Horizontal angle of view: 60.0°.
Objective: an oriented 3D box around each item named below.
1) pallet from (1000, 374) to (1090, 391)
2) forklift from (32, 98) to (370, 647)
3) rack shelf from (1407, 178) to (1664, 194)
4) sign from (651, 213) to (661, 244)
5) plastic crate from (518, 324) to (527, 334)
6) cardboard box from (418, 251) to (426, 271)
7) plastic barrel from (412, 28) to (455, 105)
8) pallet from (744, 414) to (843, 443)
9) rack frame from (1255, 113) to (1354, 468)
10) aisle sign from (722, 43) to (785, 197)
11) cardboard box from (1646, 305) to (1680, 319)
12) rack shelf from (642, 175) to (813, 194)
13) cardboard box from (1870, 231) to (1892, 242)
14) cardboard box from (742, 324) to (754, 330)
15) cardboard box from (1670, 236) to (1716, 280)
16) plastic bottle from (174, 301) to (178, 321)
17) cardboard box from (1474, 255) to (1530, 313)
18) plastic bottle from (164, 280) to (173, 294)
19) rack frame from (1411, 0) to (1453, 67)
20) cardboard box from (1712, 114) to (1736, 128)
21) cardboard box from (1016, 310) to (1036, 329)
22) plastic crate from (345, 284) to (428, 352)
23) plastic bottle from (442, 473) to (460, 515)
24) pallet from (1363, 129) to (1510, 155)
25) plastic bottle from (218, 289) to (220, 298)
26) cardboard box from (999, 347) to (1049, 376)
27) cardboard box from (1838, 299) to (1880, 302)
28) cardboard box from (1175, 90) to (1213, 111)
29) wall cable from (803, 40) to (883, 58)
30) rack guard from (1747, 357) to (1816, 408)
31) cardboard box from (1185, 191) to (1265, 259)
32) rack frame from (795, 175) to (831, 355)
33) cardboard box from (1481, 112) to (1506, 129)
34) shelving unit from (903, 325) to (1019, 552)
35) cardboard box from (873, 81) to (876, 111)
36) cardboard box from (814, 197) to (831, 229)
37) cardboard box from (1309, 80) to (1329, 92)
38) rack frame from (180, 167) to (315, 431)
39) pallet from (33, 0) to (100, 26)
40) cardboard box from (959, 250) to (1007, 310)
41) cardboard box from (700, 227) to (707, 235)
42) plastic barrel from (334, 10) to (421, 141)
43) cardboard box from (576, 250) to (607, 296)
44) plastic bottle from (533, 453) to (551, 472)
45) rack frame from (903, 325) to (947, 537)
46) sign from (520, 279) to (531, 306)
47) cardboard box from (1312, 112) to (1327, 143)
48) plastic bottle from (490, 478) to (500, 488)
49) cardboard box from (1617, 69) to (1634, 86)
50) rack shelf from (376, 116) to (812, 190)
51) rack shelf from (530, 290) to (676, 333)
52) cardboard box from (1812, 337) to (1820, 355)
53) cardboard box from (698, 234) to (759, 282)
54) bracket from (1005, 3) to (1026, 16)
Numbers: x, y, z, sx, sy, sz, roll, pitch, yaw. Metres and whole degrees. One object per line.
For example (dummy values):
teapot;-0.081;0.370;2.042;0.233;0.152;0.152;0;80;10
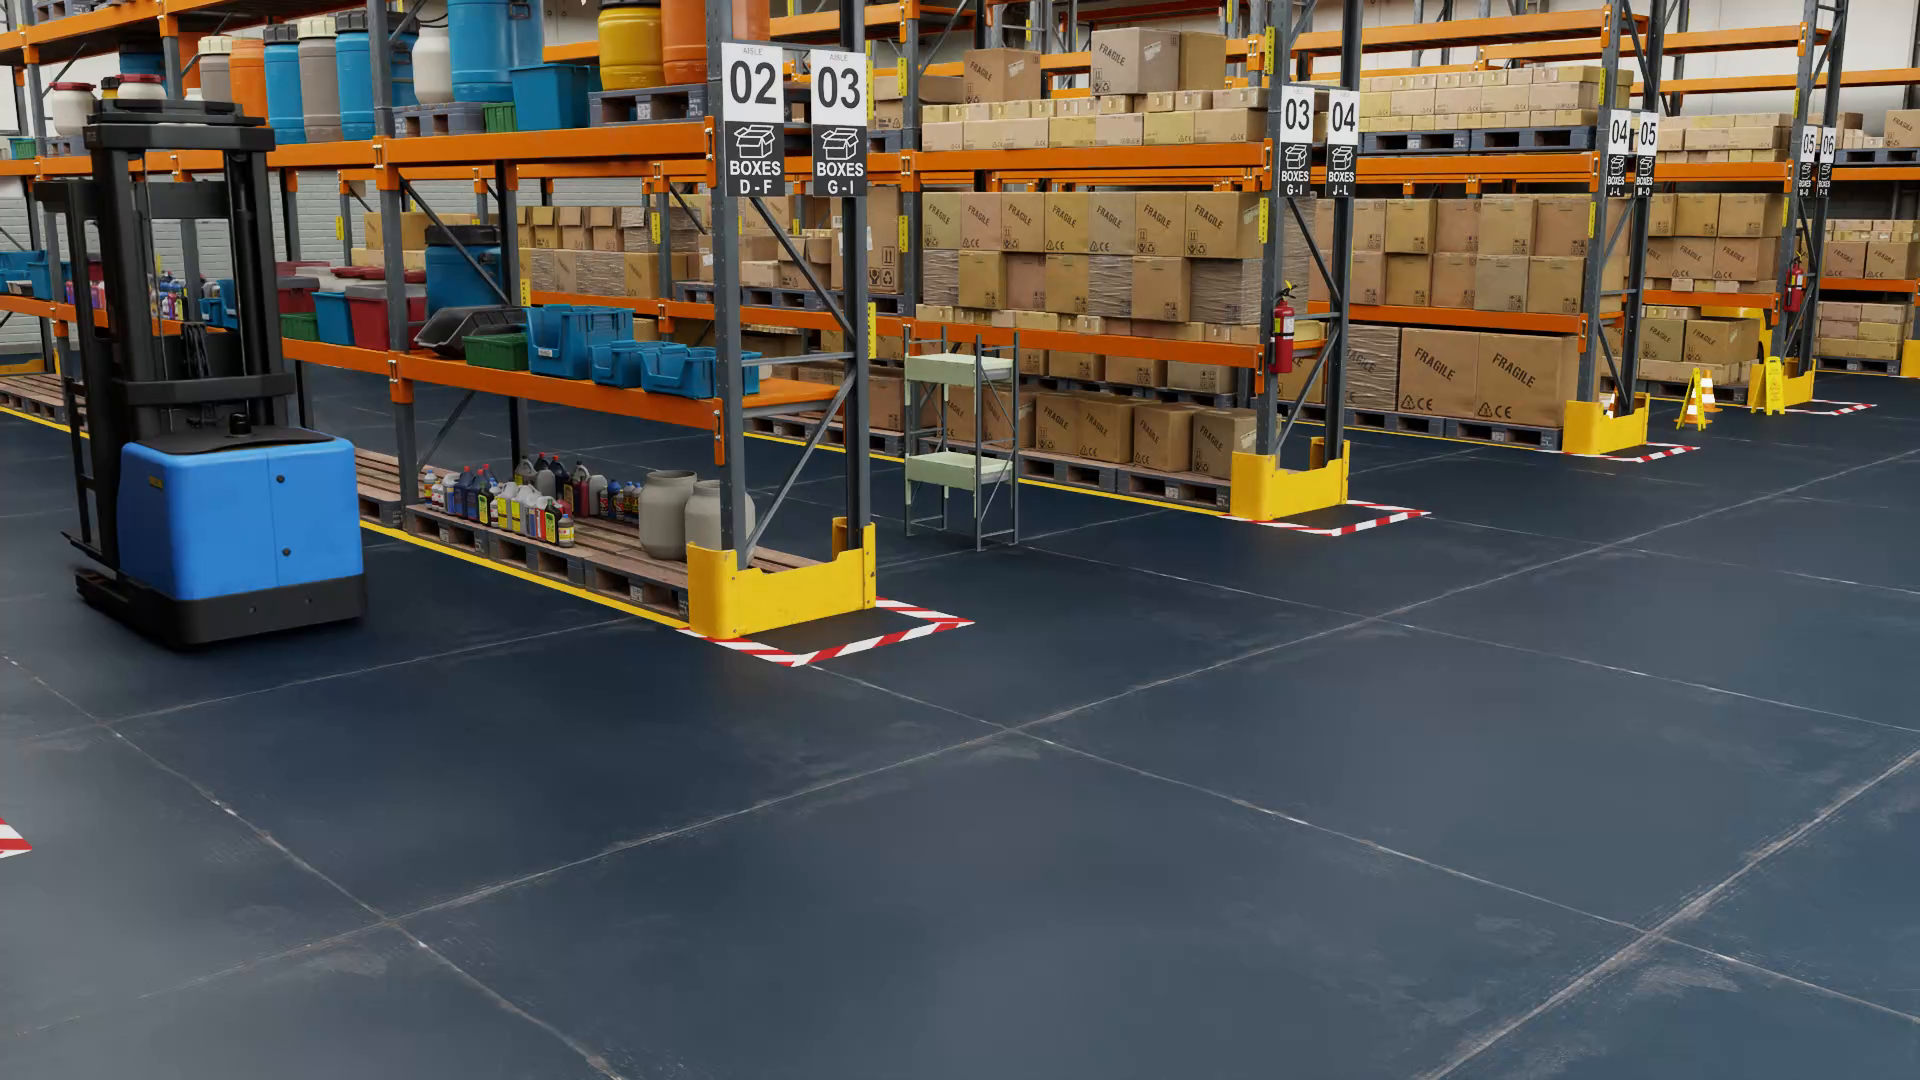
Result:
pallet;1.271;-2.055;21.365;1.003;0.211;1.213;-11;16;-43
forklift;-4.739;-1.098;9.976;1.130;2.935;3.031;-10;15;-41
rack shelf;9.260;-5.768;26.826;1.077;0.370;4.000;-11;16;-43
sign;-3.275;-3.360;17.915;0.100;0.325;0.005;-11;16;-43
plastic crate;-2.736;-1.400;11.641;0.499;0.251;0.616;-11;16;-43
cardboard box;-6.845;-3.704;22.090;0.500;0.250;0.500;-10;16;-41
plastic barrel;-3.541;-3.236;11.432;0.421;0.512;0.421;0;12;0
pallet;-1.499;-1.212;17.273;1.003;0.211;1.213;-11;16;-43
rack frame;2.648;-1.703;12.743;1.000;3.000;0.127;-11;16;-43
aisle sign;-1.099;-2.234;8.879;0.394;0.787;0.004;-11;16;-43
cardboard box;8.601;-2.790;20.326;0.380;0.149;0.250;-11;16;-42
rack shelf;-3.363;-5.539;25.713;1.077;0.370;4.000;-11;16;-43
cardboard box;12.763;-4.187;22.947;0.380;0.149;0.250;-11;16;-42
cardboard box;-3.115;-3.246;25.523;0.380;0.149;0.250;-10;16;-41
cardboard box;8.899;-3.393;19.962;0.500;0.500;0.500;-11;16;-42
plastic bottle;-7.113;-2.102;15.172;0.097;0.201;0.097;0;12;0
cardboard box;5.621;-2.578;16.618;0.875;0.550;0.550;-11;16;-43
plastic bottle;-8.099;-2.522;17.037;0.097;0.271;0.097;0;12;0
rack frame;7.879;-7.882;27.867;1.000;3.000;0.127;-11;16;-43
cardboard box;9.029;-4.906;19.505;0.380;0.149;0.250;-11;16;-43
cardboard box;0.698;-1.911;14.377;0.380;0.149;0.250;-11;16;-43
plastic crate;-4.252;-1.656;12.356;0.402;0.464;0.583;-11;16;-43
plastic bottle;-3.550;-0.327;11.724;0.152;0.276;0.135;-10;15;-41
pallet;4.939;-4.090;17.115;1.003;0.211;1.213;-11;16;-43
plastic bottle;-7.289;-2.406;16.446;0.061;0.283;0.133;-11;16;-43
cardboard box;1.136;-2.549;21.386;1.050;0.750;0.750;-11;16;-43
cardboard box;12.861;-3.294;23.760;0.500;0.250;0.500;-11;16;-42
cardboard box;1.868;-3.370;12.784;0.250;0.149;0.380;11;16;43
wall cable;-2.779;-9.654;36.374;2.988;3.039;0.133;-11;16;-43
rack guard;9.763;-1.871;19.752;1.175;0.500;0.348;-11;16;-43
cardboard box;2.090;-2.433;12.824;0.500;0.500;0.500;-11;16;-43
rack frame;-1.982;-4.131;24.527;1.000;3.000;0.127;-11;16;-43
cardboard box;5.305;-4.093;16.243;0.380;0.149;0.250;-11;16;-42
shelving unit;0.005;-0.734;11.755;0.431;1.500;0.755;-11;16;-43
cardboard box;-1.018;-4.232;16.288;0.797;0.503;0.637;-10;15;-40
cardboard box;-2.117;-4.915;24.870;0.500;0.500;0.500;-10;16;-41
cardboard box;3.900;-4.780;17.602;0.380;0.149;0.250;-11;16;-43
rack frame;-6.459;-2.180;15.060;1.000;3.000;0.127;-11;16;-43
pallet;-8.627;-5.297;16.782;1.003;0.211;1.213;-11;16;-43
cardboard box;0.472;-2.329;14.798;0.875;0.500;0.500;-11;16;-43
cardboard box;-3.916;-4.657;26.098;0.500;0.500;0.500;-11;16;-42
plastic barrel;-4.204;-3.355;12.087;0.600;0.901;0.708;-11;16;-43
cardboard box;-4.097;-3.106;19.305;0.500;0.500;0.500;11;16;43
plastic bottle;-3.043;-0.461;12.188;0.185;0.351;0.144;11;16;44
rack frame;-0.248;-0.787;12.015;0.400;1.500;0.023;-11;16;-43
sign;-3.291;-1.807;12.563;0.100;0.325;0.005;-11;16;-43
cardboard box;2.503;-3.205;12.972;0.500;0.250;0.500;-10;15;-41
plastic bottle;-3.251;-0.296;11.584;0.097;0.271;0.097;0;12;0
cardboard box;6.305;-4.464;16.068;0.380;0.149;0.250;-11;16;-42
rack shelf;-2.315;-2.421;10.580;1.077;0.370;4.000;-11;16;-43
rack shelf;-4.257;-2.810;19.899;1.077;0.370;4.000;-11;16;-43
cardboard box;12.175;-2.808;23.879;0.500;0.250;0.500;-11;16;-42
cardboard box;-2.474;-3.052;18.002;0.500;0.500;0.500;9;15;38
bracket;1.174;-11.221;35.157;0.235;0.232;0.430;-11;16;-43
